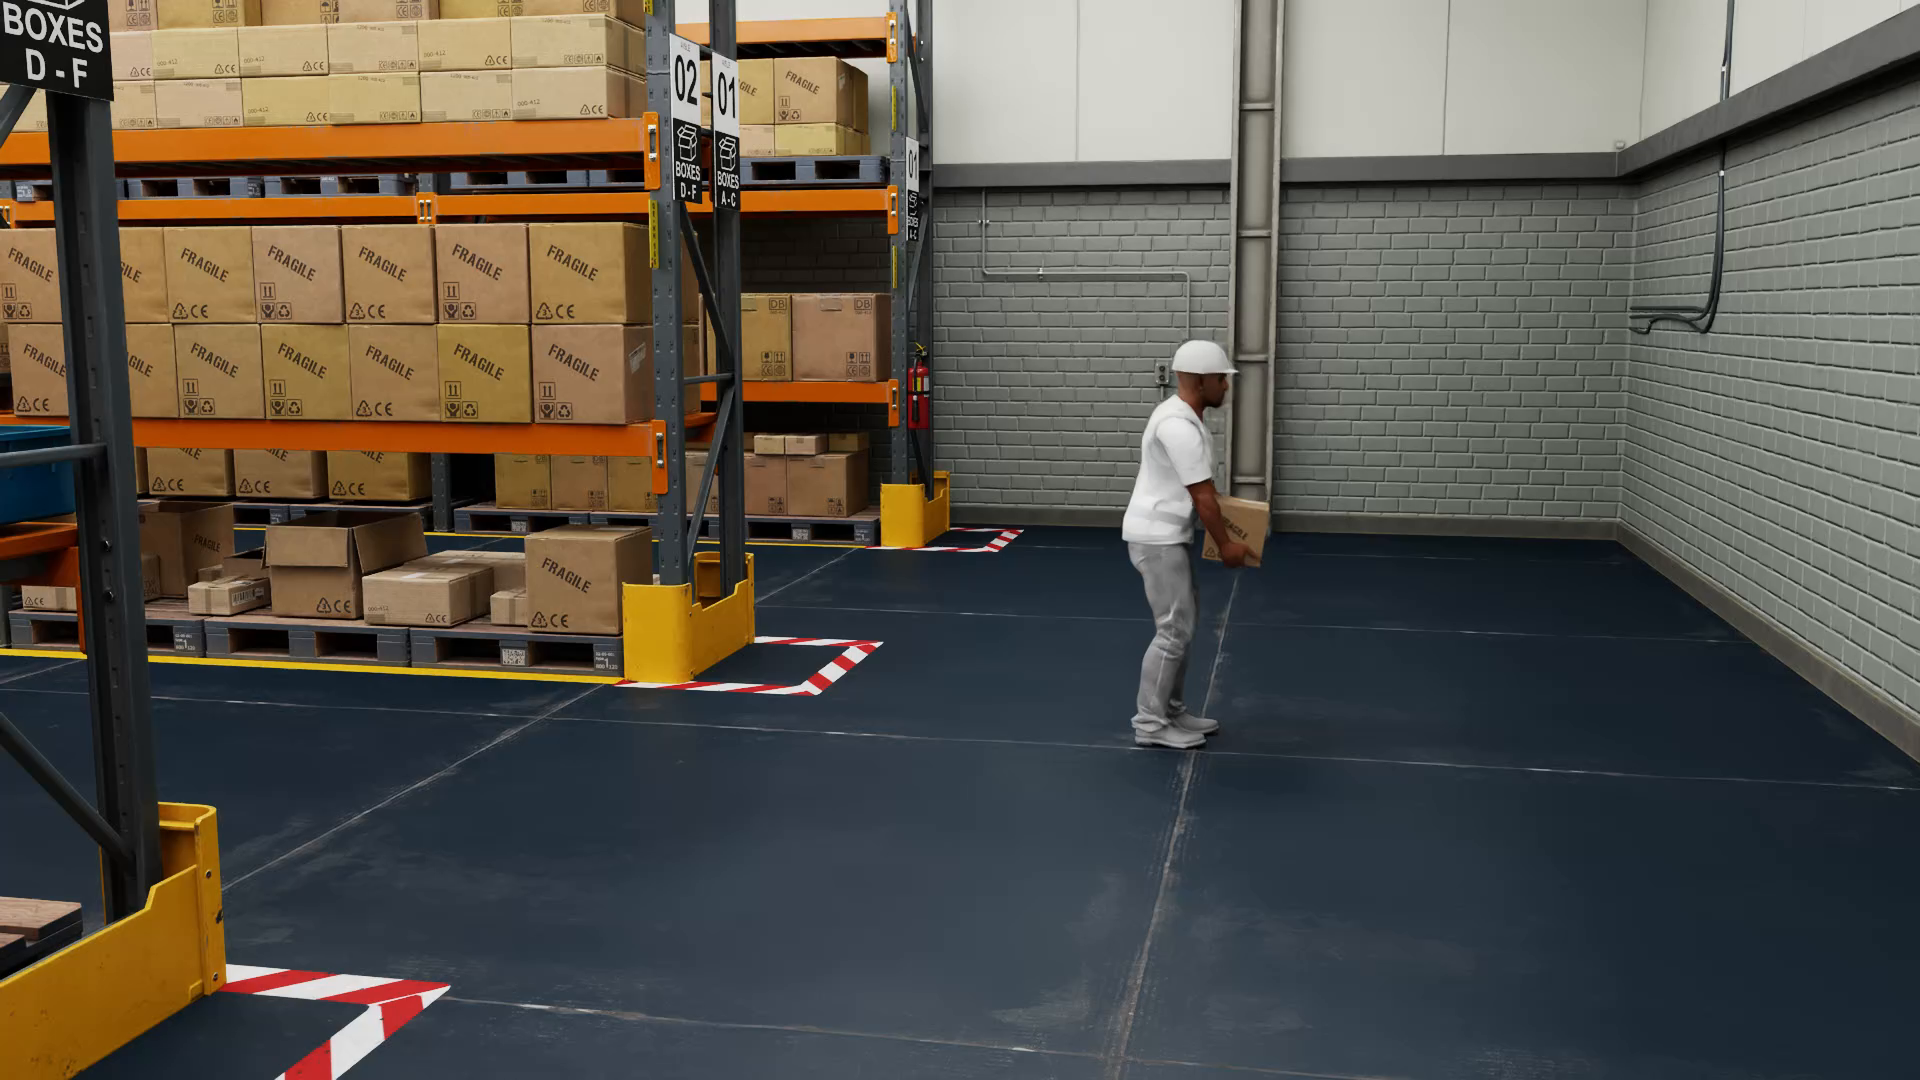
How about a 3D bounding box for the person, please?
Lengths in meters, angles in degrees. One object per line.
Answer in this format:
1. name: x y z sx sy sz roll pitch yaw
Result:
1. person: 1.002 0.010 7.231 0.591 1.743 0.503 1 8 10
